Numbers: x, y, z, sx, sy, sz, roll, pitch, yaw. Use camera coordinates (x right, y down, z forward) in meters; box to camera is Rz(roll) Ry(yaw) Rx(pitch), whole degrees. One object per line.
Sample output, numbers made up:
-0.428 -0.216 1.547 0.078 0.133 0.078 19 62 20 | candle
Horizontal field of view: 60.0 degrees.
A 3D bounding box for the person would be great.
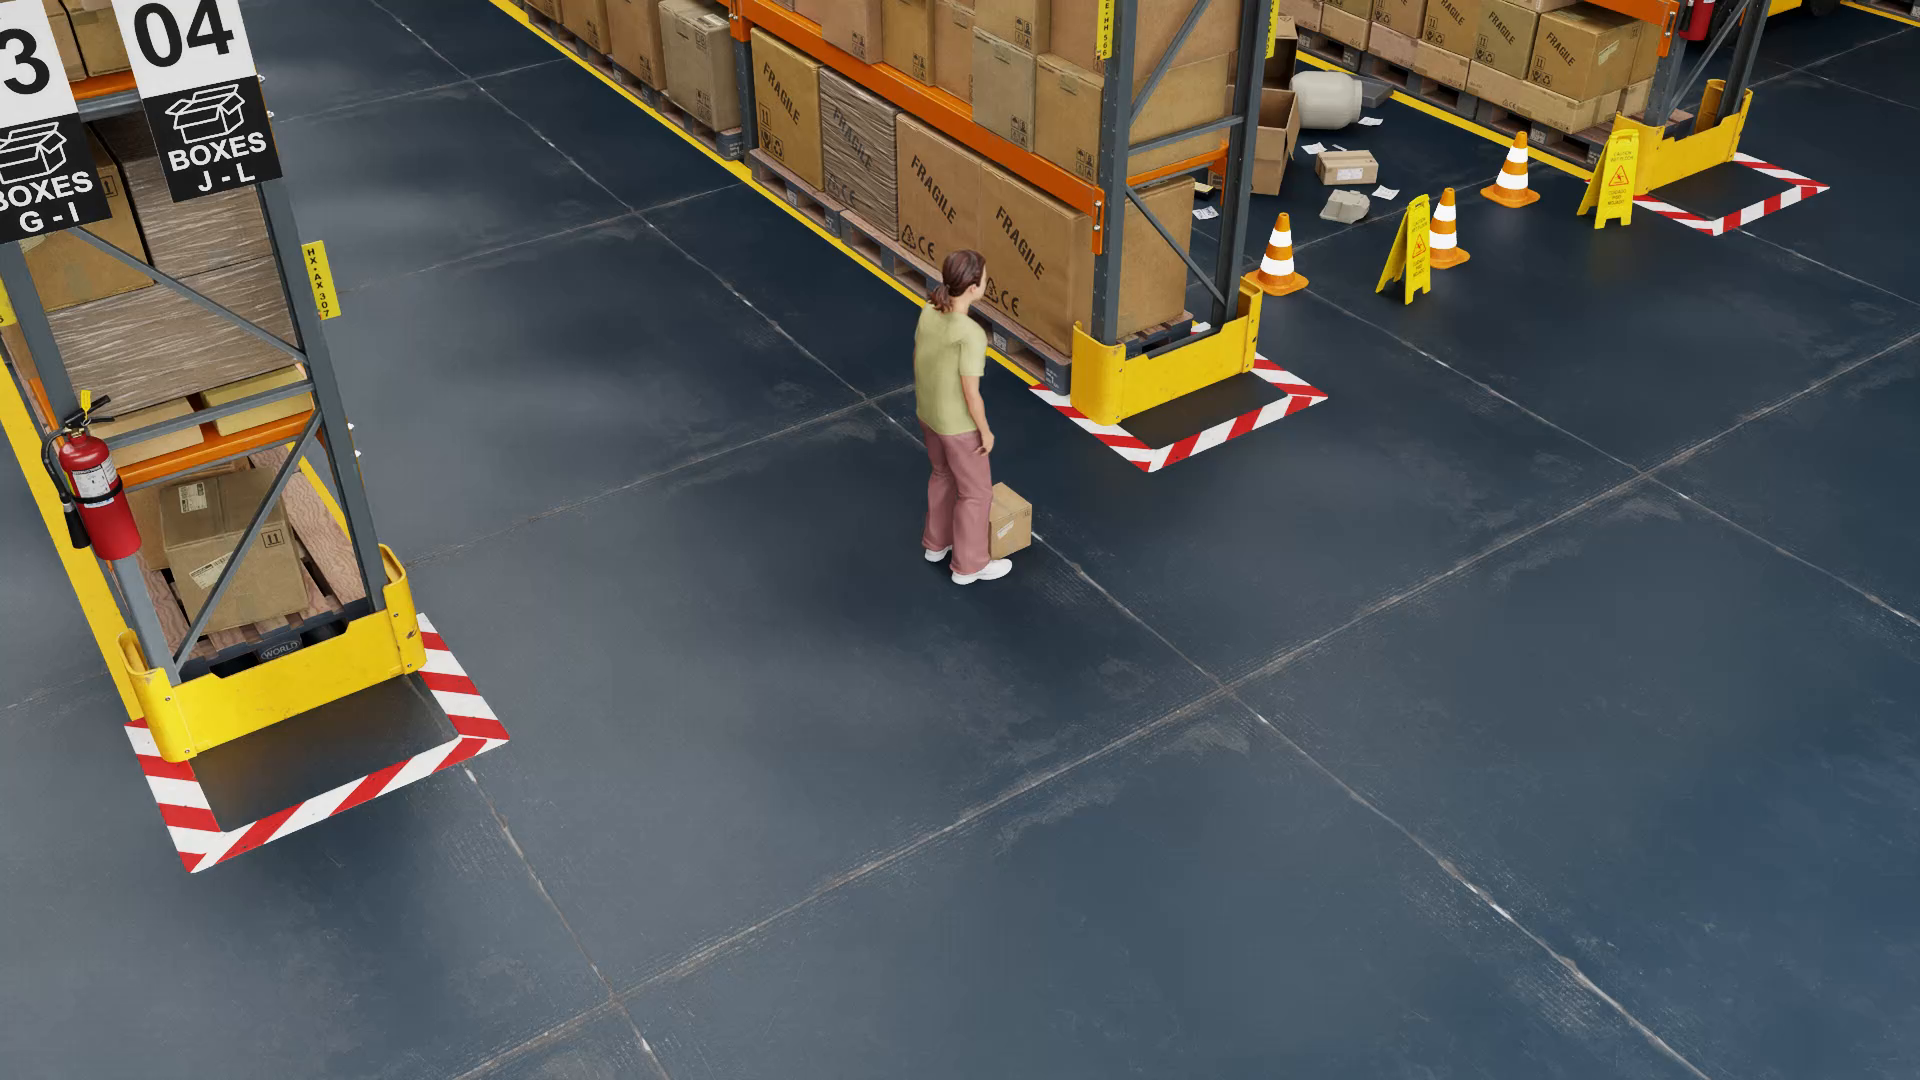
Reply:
-0.012 -0.573 7.776 0.357 1.673 0.499 -22 42 -27 | person
